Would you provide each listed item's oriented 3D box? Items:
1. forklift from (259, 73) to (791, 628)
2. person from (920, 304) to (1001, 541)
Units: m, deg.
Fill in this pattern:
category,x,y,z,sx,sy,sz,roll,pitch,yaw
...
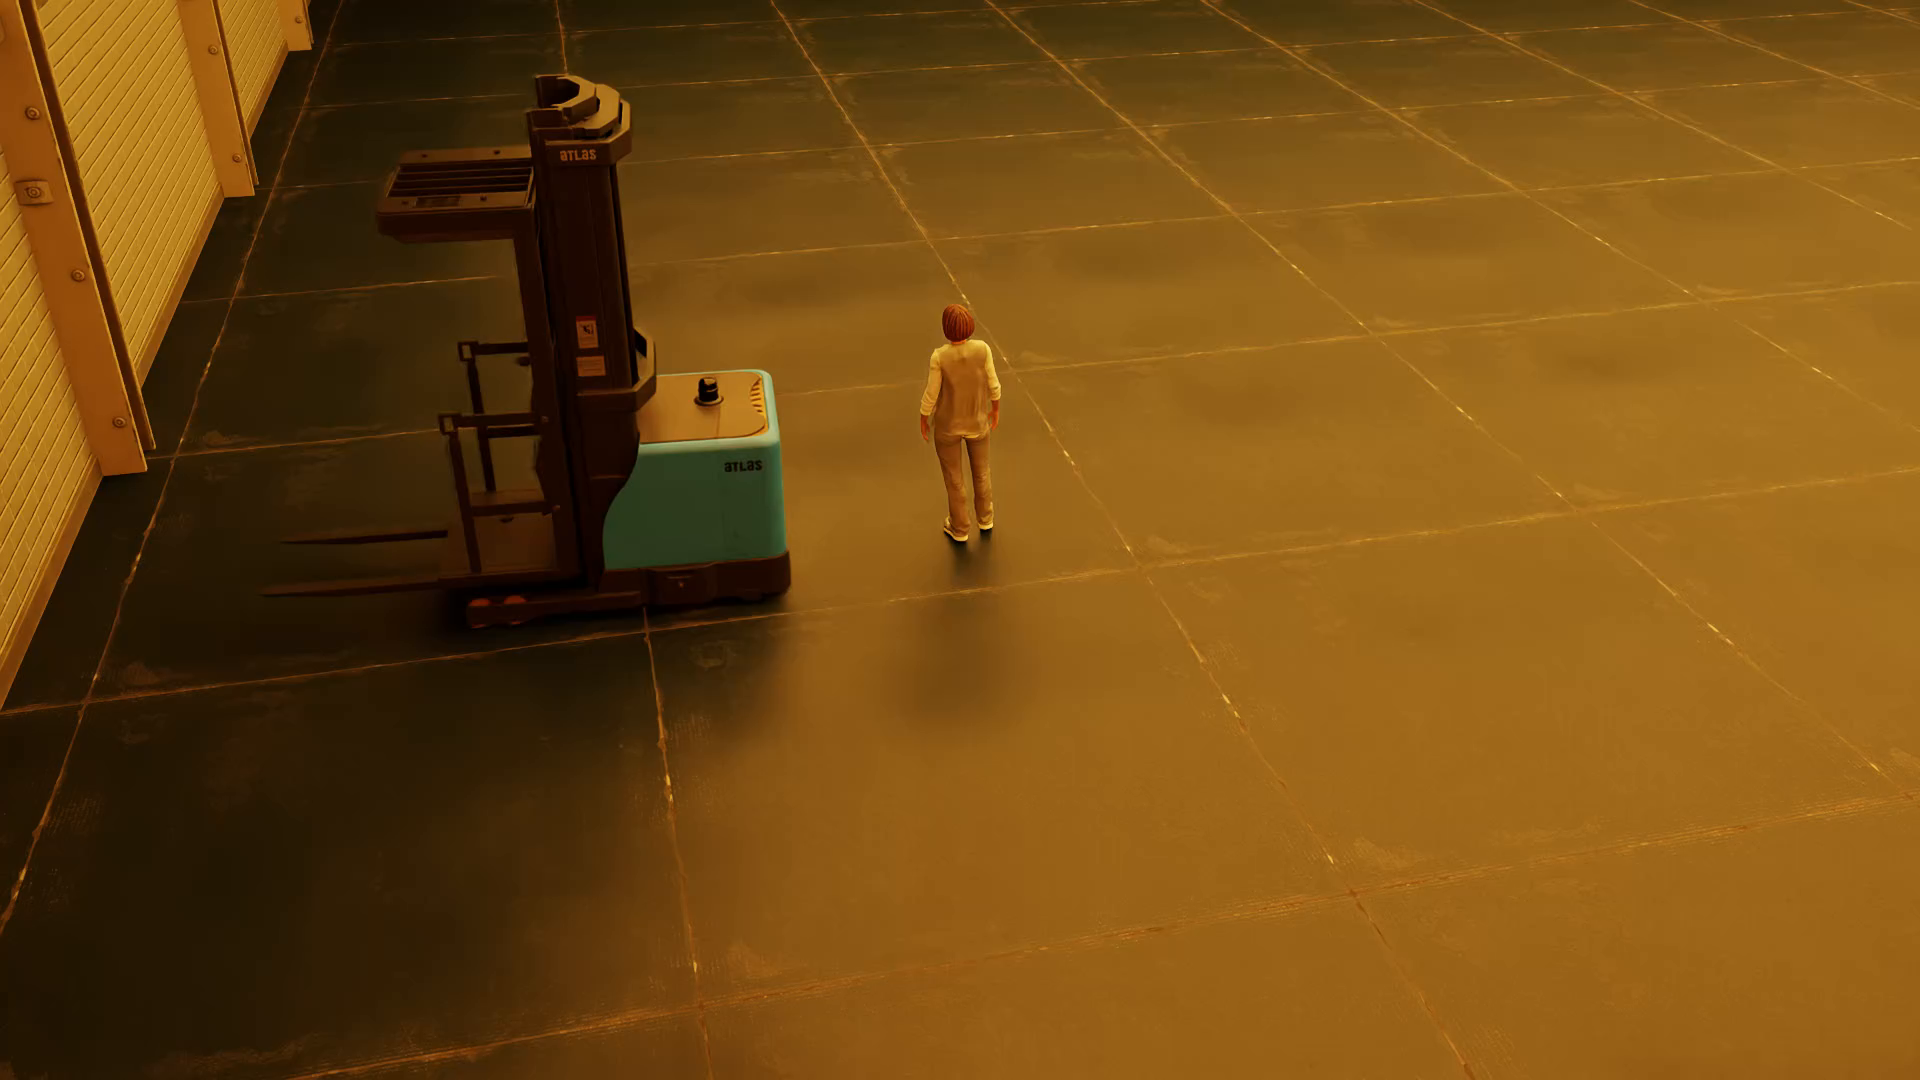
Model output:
category,x,y,z,sx,sy,sz,roll,pitch,yaw
forklift,-2.569,-1.045,9.379,3.031,2.935,1.130,-4,30,-8
person,-0.003,-0.735,10.161,0.519,1.598,0.474,-7,31,-12
